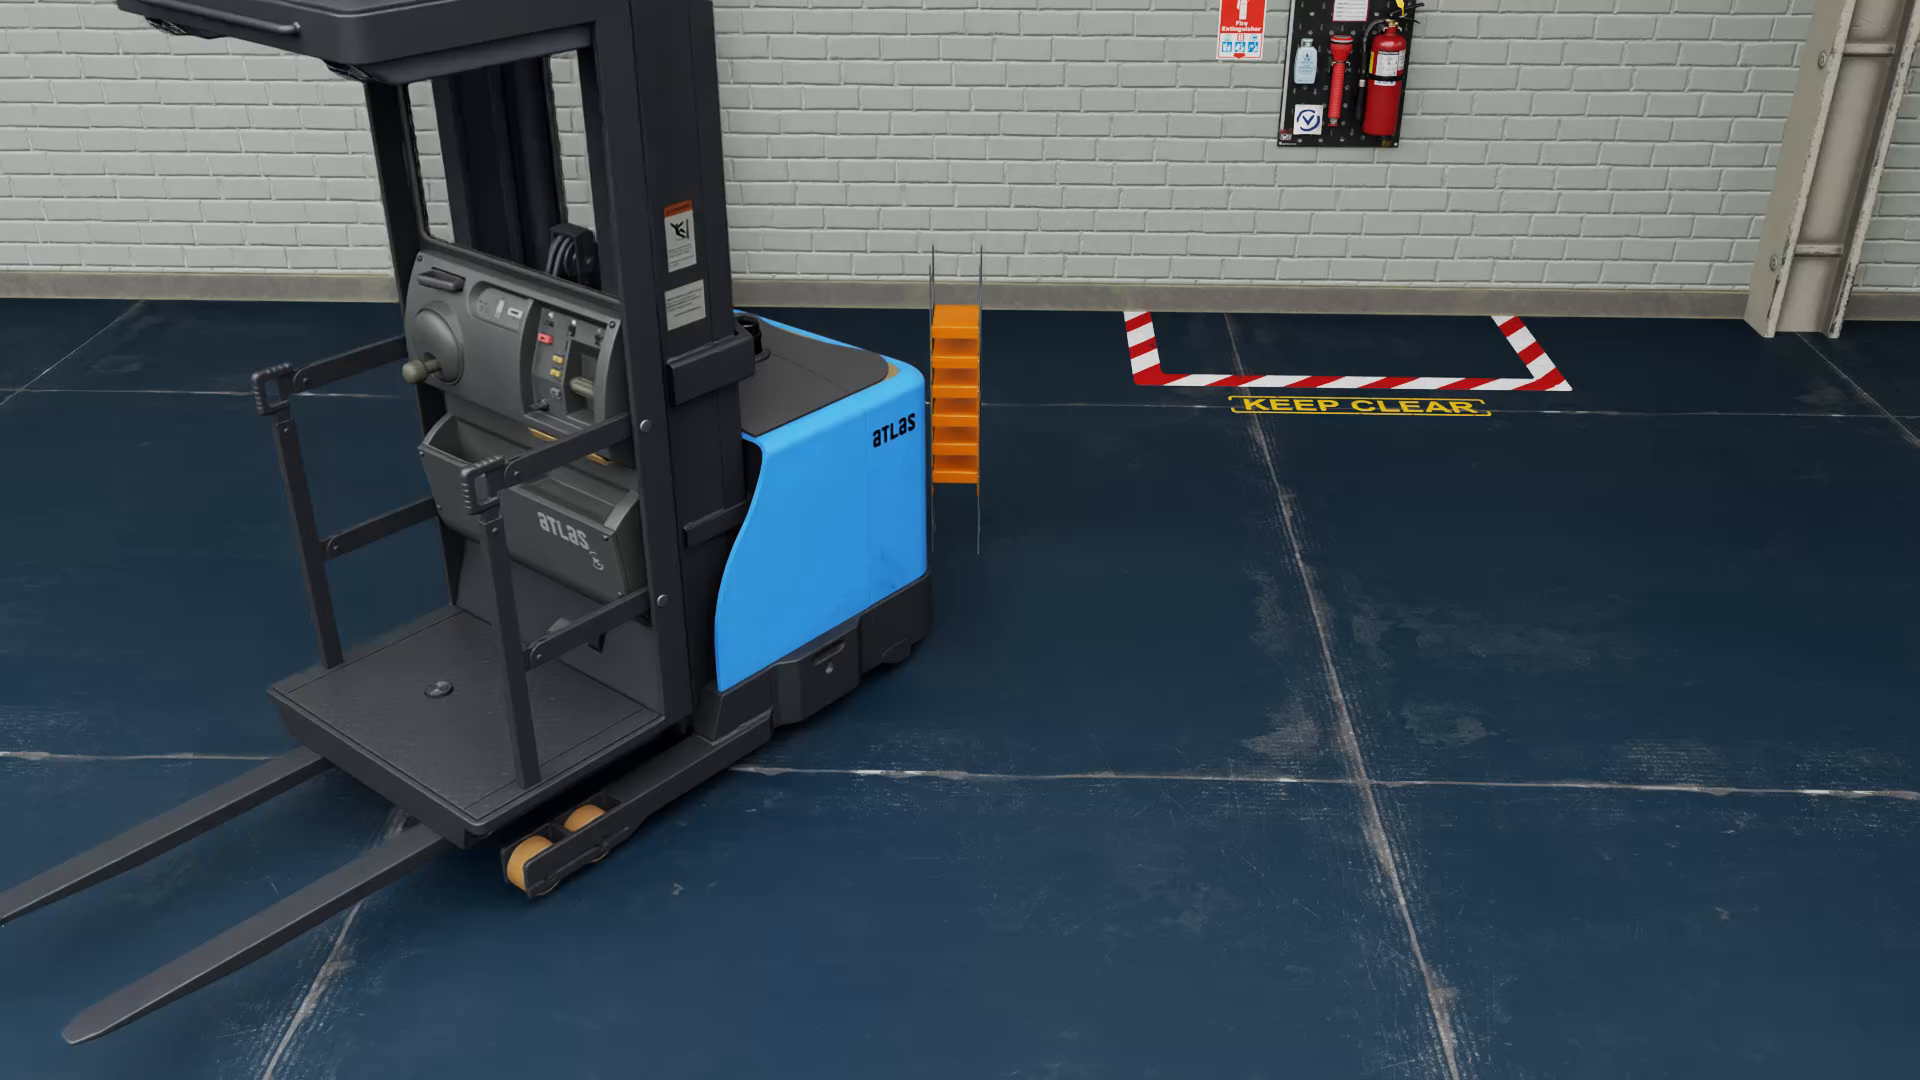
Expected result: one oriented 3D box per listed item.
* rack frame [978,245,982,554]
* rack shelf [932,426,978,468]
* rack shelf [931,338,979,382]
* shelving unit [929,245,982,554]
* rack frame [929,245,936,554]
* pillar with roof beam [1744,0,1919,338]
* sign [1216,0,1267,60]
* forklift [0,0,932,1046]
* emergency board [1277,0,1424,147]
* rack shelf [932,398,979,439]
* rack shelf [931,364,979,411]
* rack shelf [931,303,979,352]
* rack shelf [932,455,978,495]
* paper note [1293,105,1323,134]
[{"bbox_3d":[0.077,-0.529,6.467,0.006,1.200,0.240,1,28,2],"label":"rack frame"},{"bbox_3d":[-0.014,-0.385,6.546,0.180,0.103,0.258,1,28,2],"label":"rack shelf"},{"bbox_3d":[-0.014,-0.703,6.378,0.180,0.103,0.258,1,28,2],"label":"rack shelf"},{"bbox_3d":[-0.014,-0.530,6.469,0.189,1.200,0.258,1,28,2],"label":"shelving unit"},{"bbox_3d":[-0.106,-0.532,6.472,0.006,1.200,0.240,1,28,2],"label":"rack frame"},{"bbox_3d":[4.288,-3.099,2.989,0.400,9.000,9.100,1,28,2],"label":"pillar with roof beam"},{"bbox_3d":[1.423,-2.596,8.406,0.234,0.329,0.001,1,28,2],"label":"sign"},{"bbox_3d":[-1.427,-0.533,4.626,1.130,2.935,3.031,21,34,34],"label":"forklift"},{"bbox_3d":[1.972,-2.523,8.306,0.643,1.169,0.194,1,28,2],"label":"emergency board"},{"bbox_3d":[-0.014,-0.491,6.490,0.180,0.103,0.258,1,28,2],"label":"rack shelf"},{"bbox_3d":[-0.014,-0.597,6.434,0.180,0.103,0.258,1,28,2],"label":"rack shelf"},{"bbox_3d":[-0.014,-0.809,6.322,0.180,0.103,0.258,1,28,2],"label":"rack shelf"},{"bbox_3d":[-0.014,-0.279,6.603,0.180,0.103,0.258,1,28,2],"label":"rack shelf"},{"bbox_3d":[1.797,-2.169,8.579,0.142,0.148,0.016,1,28,2],"label":"paper note"}]
